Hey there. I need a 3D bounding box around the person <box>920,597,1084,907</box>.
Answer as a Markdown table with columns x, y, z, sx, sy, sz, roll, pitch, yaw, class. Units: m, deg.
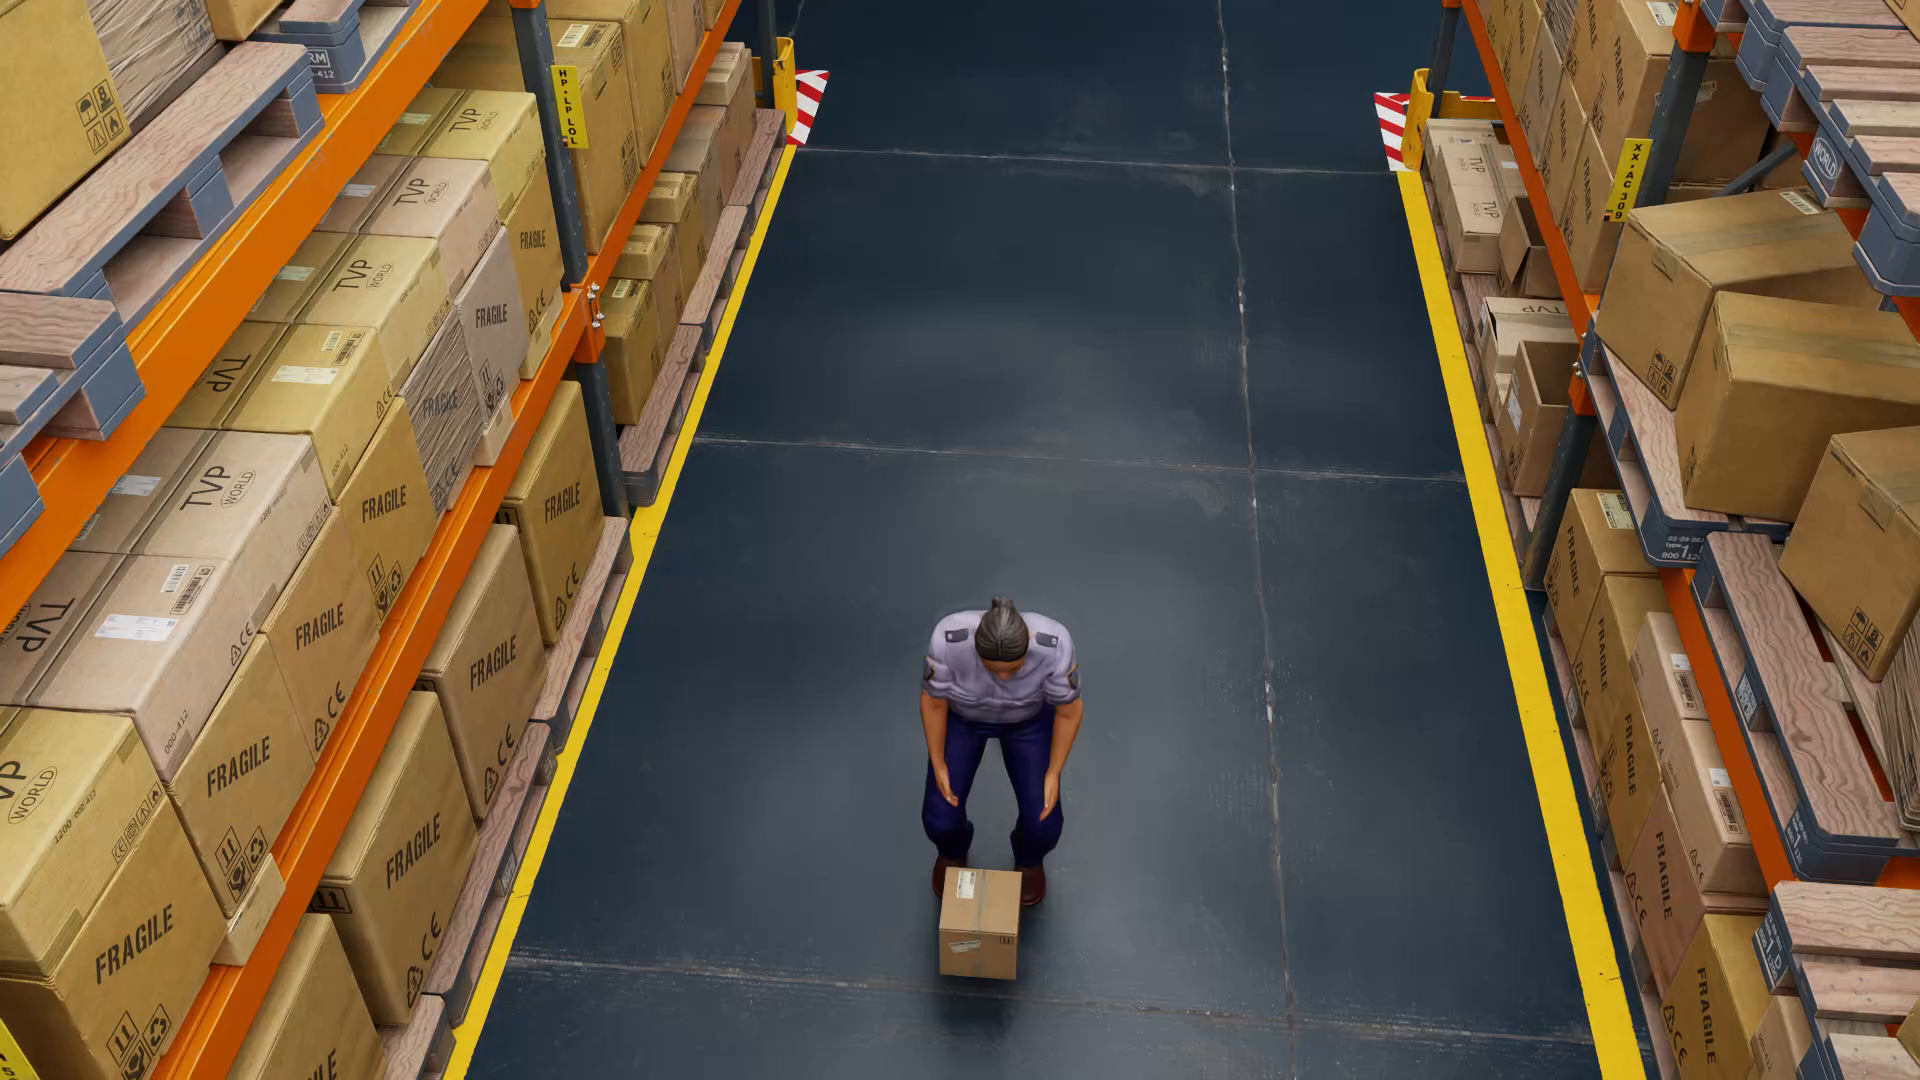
| x | y | z | sx | sy | sz | roll | pitch | yaw | class |
| --- | --- | --- | --- | --- | --- | --- | --- | --- | --- |
| 0.140 | 0.659 | 5.541 | 0.528 | 1.469 | 0.573 | 4 | 40 | 4 | person |
